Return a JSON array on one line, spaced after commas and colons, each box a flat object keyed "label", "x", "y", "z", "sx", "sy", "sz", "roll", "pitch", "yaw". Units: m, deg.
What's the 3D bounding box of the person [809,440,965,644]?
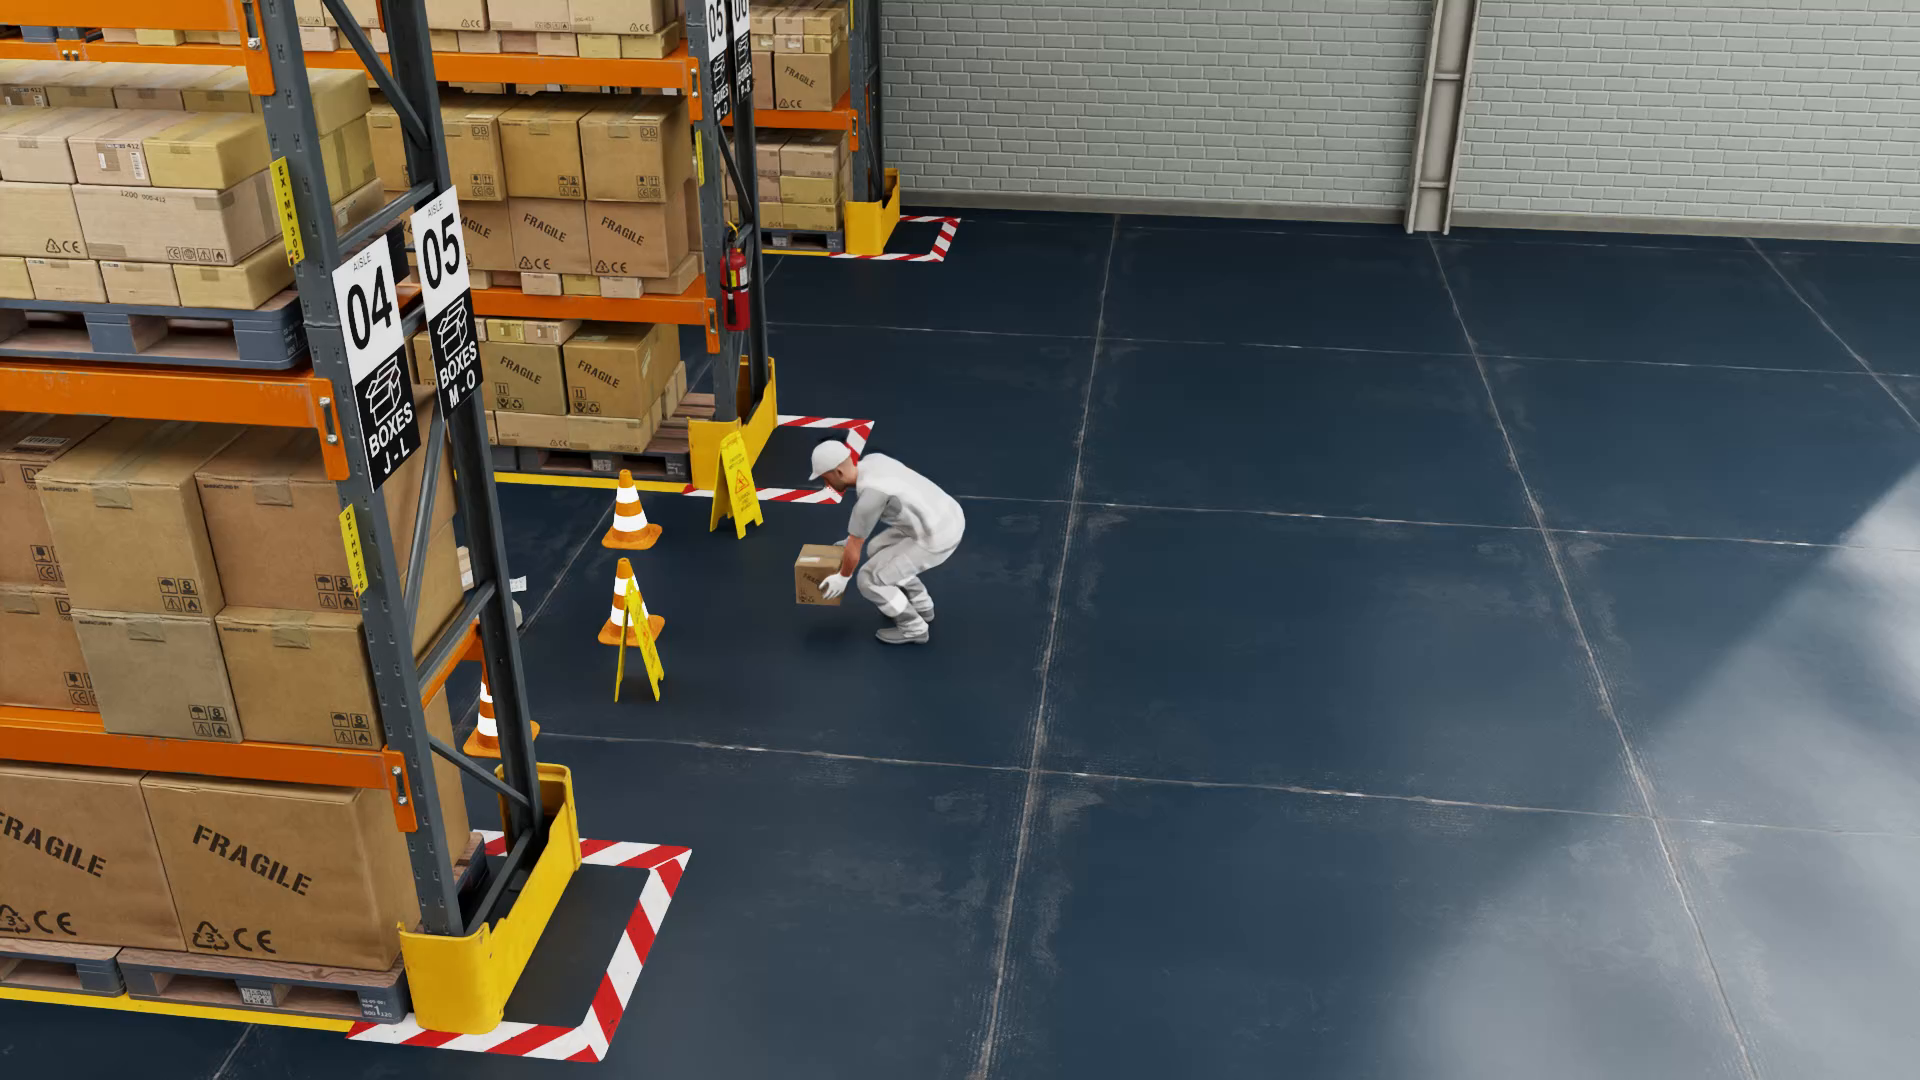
[{"label": "person", "x": -0.399, "y": 0.000, "z": 9.240, "sx": 0.845, "sy": 1.186, "sz": 0.586, "roll": 3, "pitch": 28, "yaw": 6}]
